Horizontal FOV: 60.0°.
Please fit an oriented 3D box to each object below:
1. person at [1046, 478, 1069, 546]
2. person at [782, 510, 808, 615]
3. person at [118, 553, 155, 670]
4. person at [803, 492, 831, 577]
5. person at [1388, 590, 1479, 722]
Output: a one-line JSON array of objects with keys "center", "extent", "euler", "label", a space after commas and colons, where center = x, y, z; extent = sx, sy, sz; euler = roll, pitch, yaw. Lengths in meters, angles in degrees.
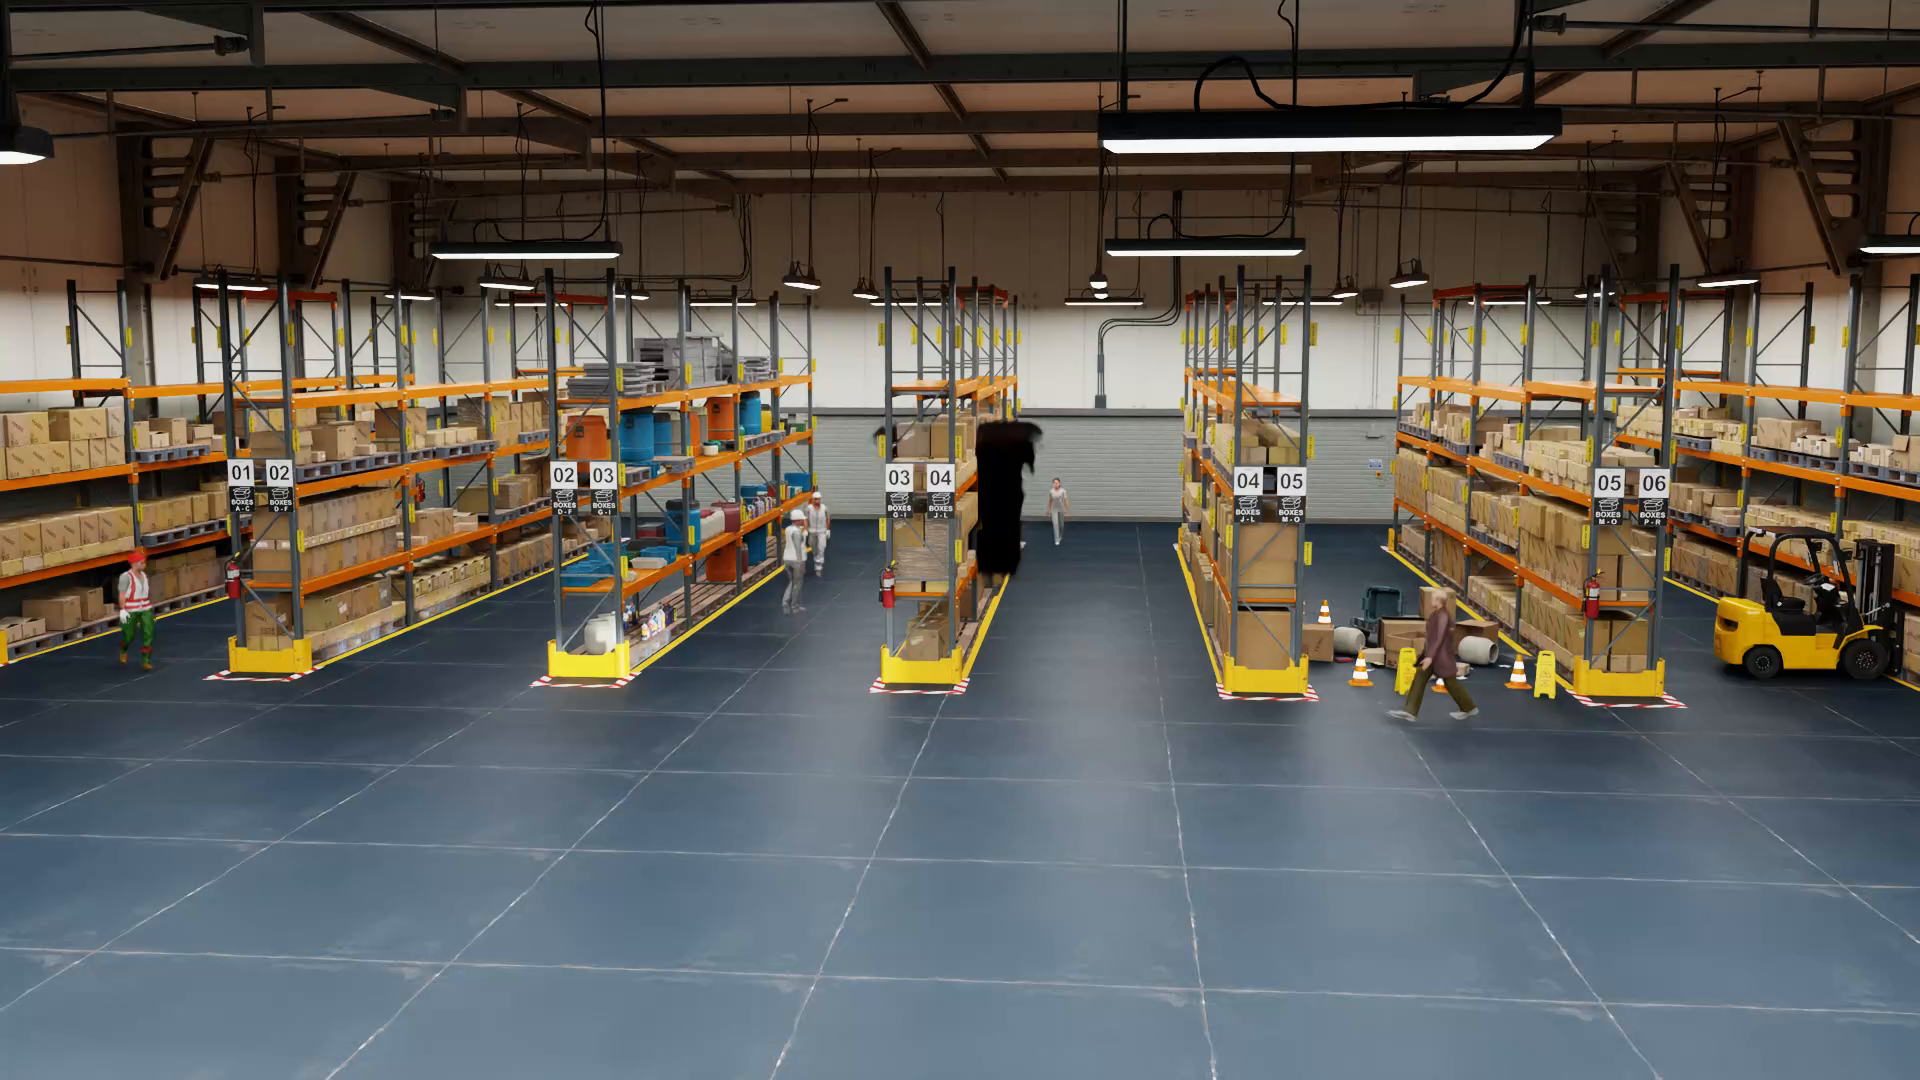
[{"center": [2.365, -0.700, 40.318], "extent": [0.513, 1.629, 0.949], "euler": [-1, 7, -5], "label": "person"}, {"center": [-2.847, 0.388, 28.452], "extent": [0.528, 1.833, 0.441], "euler": [6, 9, 40], "label": "person"}, {"center": [-12.489, 1.068, 25.169], "extent": [0.538, 1.766, 0.730], "euler": [-7, 10, -45], "label": "person"}, {"center": [-3.034, -0.148, 35.149], "extent": [0.537, 1.748, 0.994], "euler": [1, 7, 5], "label": "person"}, {"center": [6.196, 1.516, 21.641], "extent": [1.085, 1.740, 0.539], "euler": [-2, 7, -16], "label": "person"}]
